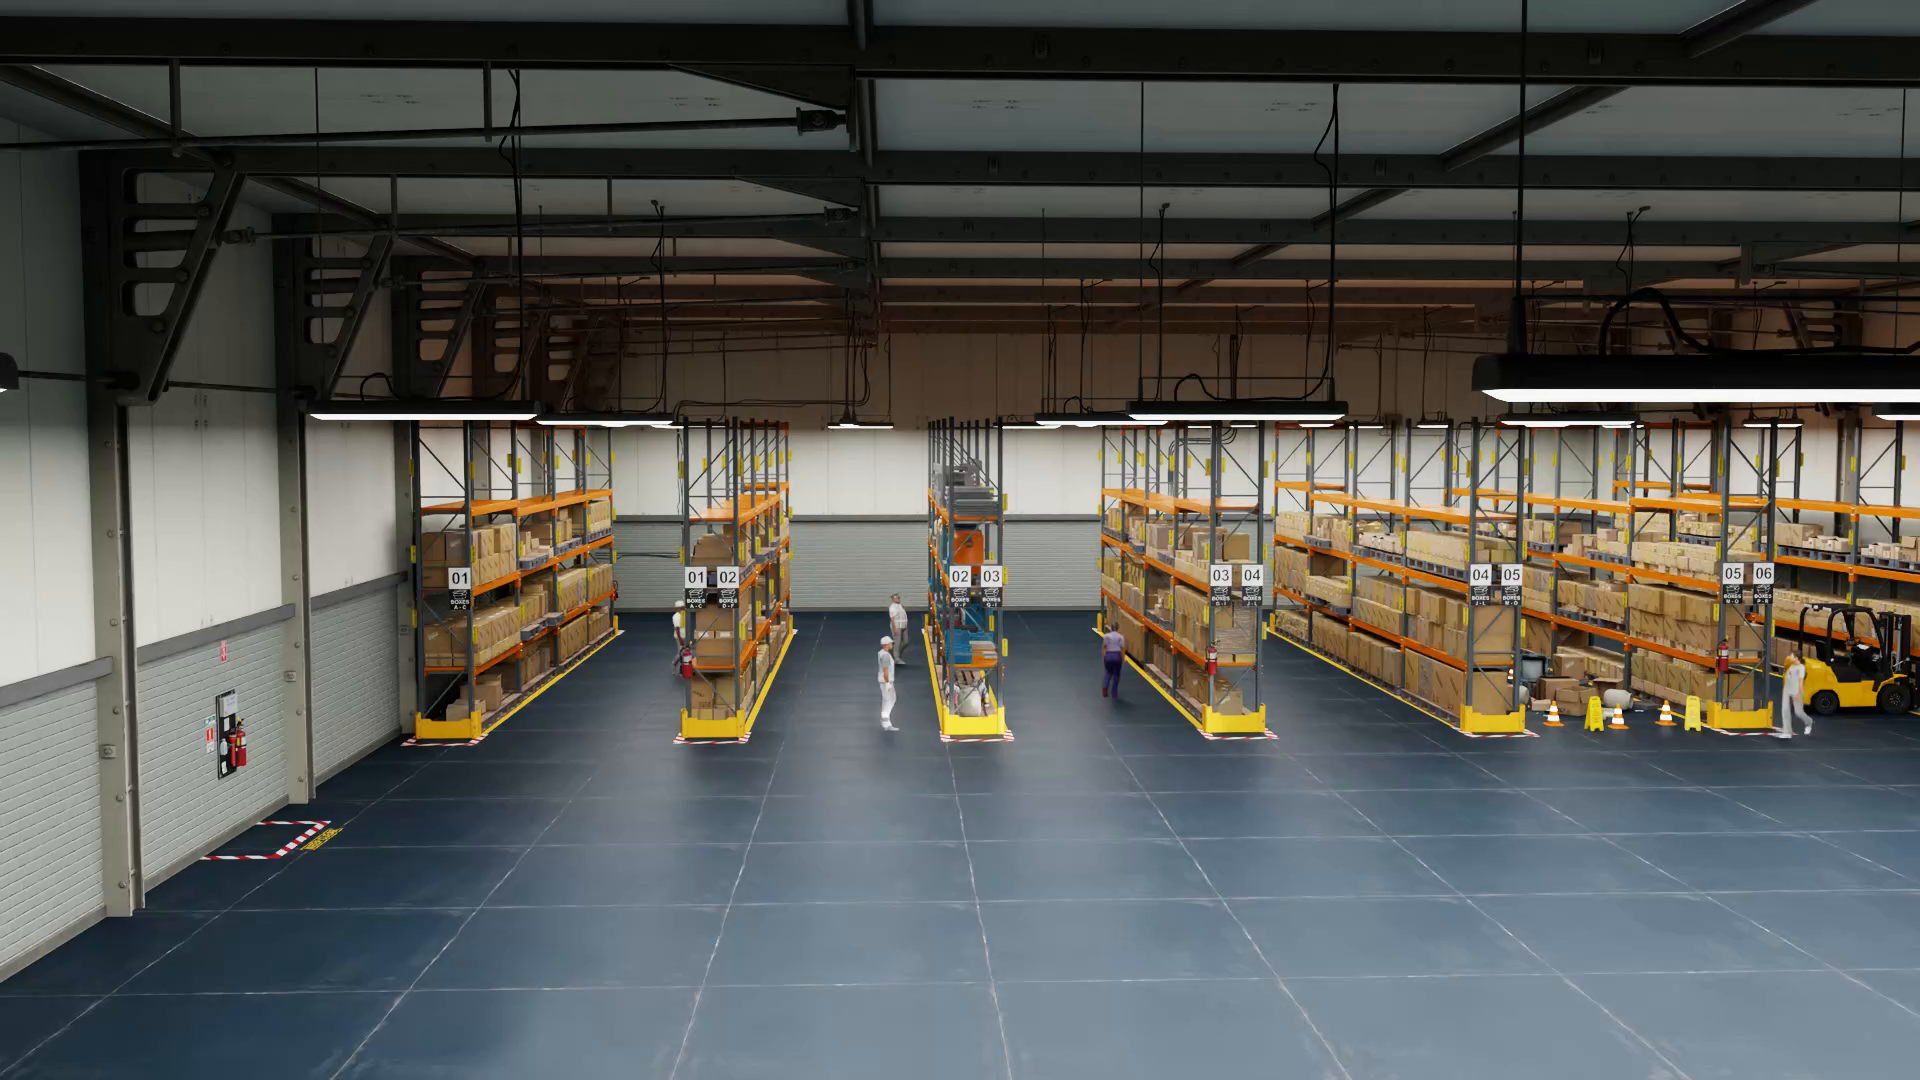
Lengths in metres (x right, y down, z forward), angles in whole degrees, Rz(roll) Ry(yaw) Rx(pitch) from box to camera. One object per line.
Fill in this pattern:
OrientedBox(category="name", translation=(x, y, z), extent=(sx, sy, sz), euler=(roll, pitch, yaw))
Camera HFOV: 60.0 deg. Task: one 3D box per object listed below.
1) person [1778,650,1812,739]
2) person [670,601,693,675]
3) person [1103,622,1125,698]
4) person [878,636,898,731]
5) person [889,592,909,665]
OrientedBox(category="person", translation=(15.579, 2.866, 31.000), extent=(0.773, 1.653, 0.427), euler=(-3, 5, -34))
OrientedBox(category="person", translation=(-6.530, 2.304, 39.162), extent=(0.618, 1.760, 0.627), euler=(2, 4, 27))
OrientedBox(category="person", translation=(3.312, 2.574, 35.643), extent=(0.477, 1.621, 0.439), euler=(2, 4, 31))
OrientedBox(category="person", translation=(-1.386, 2.774, 31.919), extent=(0.381, 1.853, 0.625), euler=(0, 4, -4))
OrientedBox(category="person", translation=(-1.499, 2.175, 41.012), extent=(0.512, 1.801, 0.610), euler=(2, 4, 27))
